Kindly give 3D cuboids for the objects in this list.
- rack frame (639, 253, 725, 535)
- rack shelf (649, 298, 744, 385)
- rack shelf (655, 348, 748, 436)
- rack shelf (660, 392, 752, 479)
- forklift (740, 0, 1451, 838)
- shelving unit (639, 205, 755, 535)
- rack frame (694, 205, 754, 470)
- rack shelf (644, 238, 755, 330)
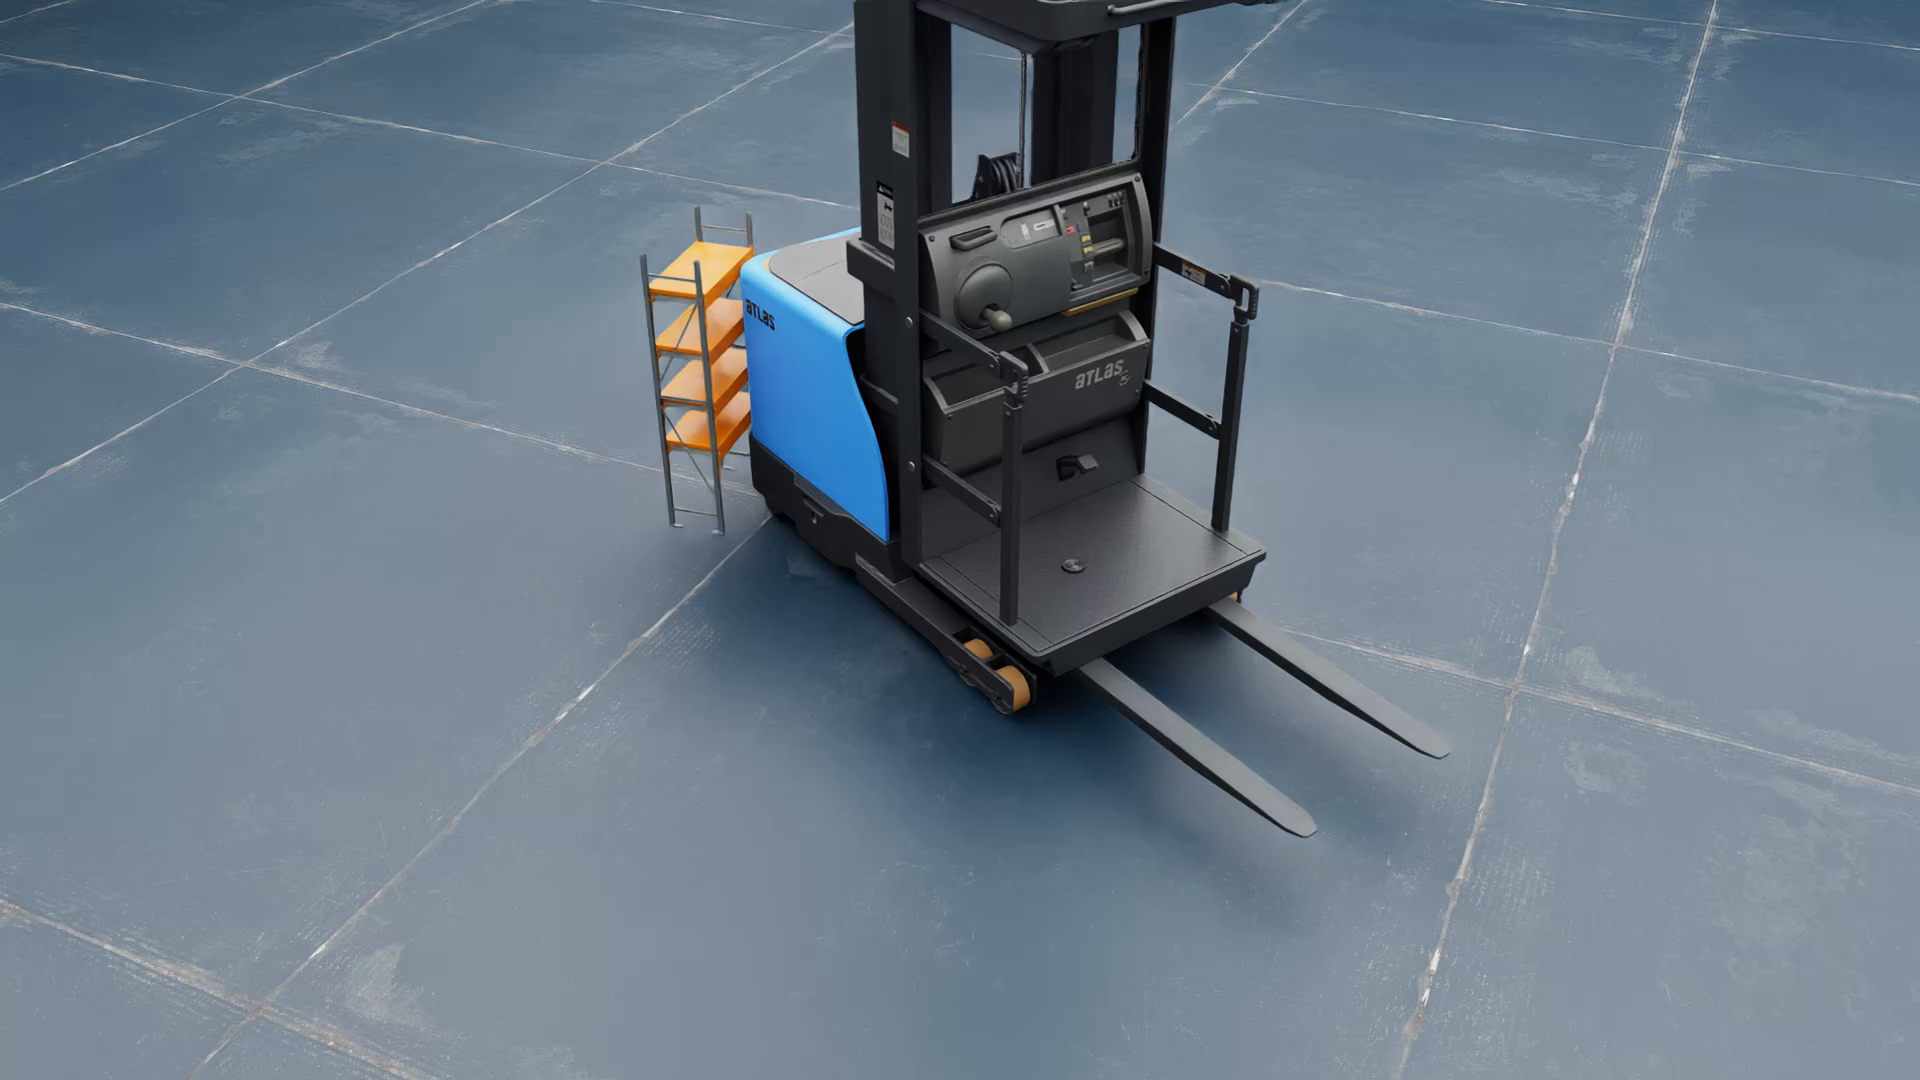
[{"bbox_3d":[-1.076,-0.544,6.486,0.240,1.200,0.015,9,34,14],"label":"rack frame"},{"bbox_3d":[-1.006,-0.803,6.596,0.258,0.148,0.480,9,34,14],"label":"rack shelf"},{"bbox_3d":[-1.006,-0.616,6.718,0.258,0.148,0.480,9,34,14],"label":"rack shelf"},{"bbox_3d":[-1.006,-0.450,6.827,0.258,0.148,0.480,9,34,14],"label":"rack shelf"},{"bbox_3d":[0.405,-0.924,5.486,1.130,2.935,3.031,-22,39,-30],"label":"forklift"},{"bbox_3d":[-1.006,-0.672,6.681,0.258,1.200,0.503,9,34,14],"label":"shelving unit"},{"bbox_3d":[-0.936,-0.801,6.877,0.240,1.200,0.015,9,34,14],"label":"rack frame"},{"bbox_3d":[-1.006,-1.001,6.466,0.258,0.148,0.480,9,34,14],"label":"rack shelf"}]
